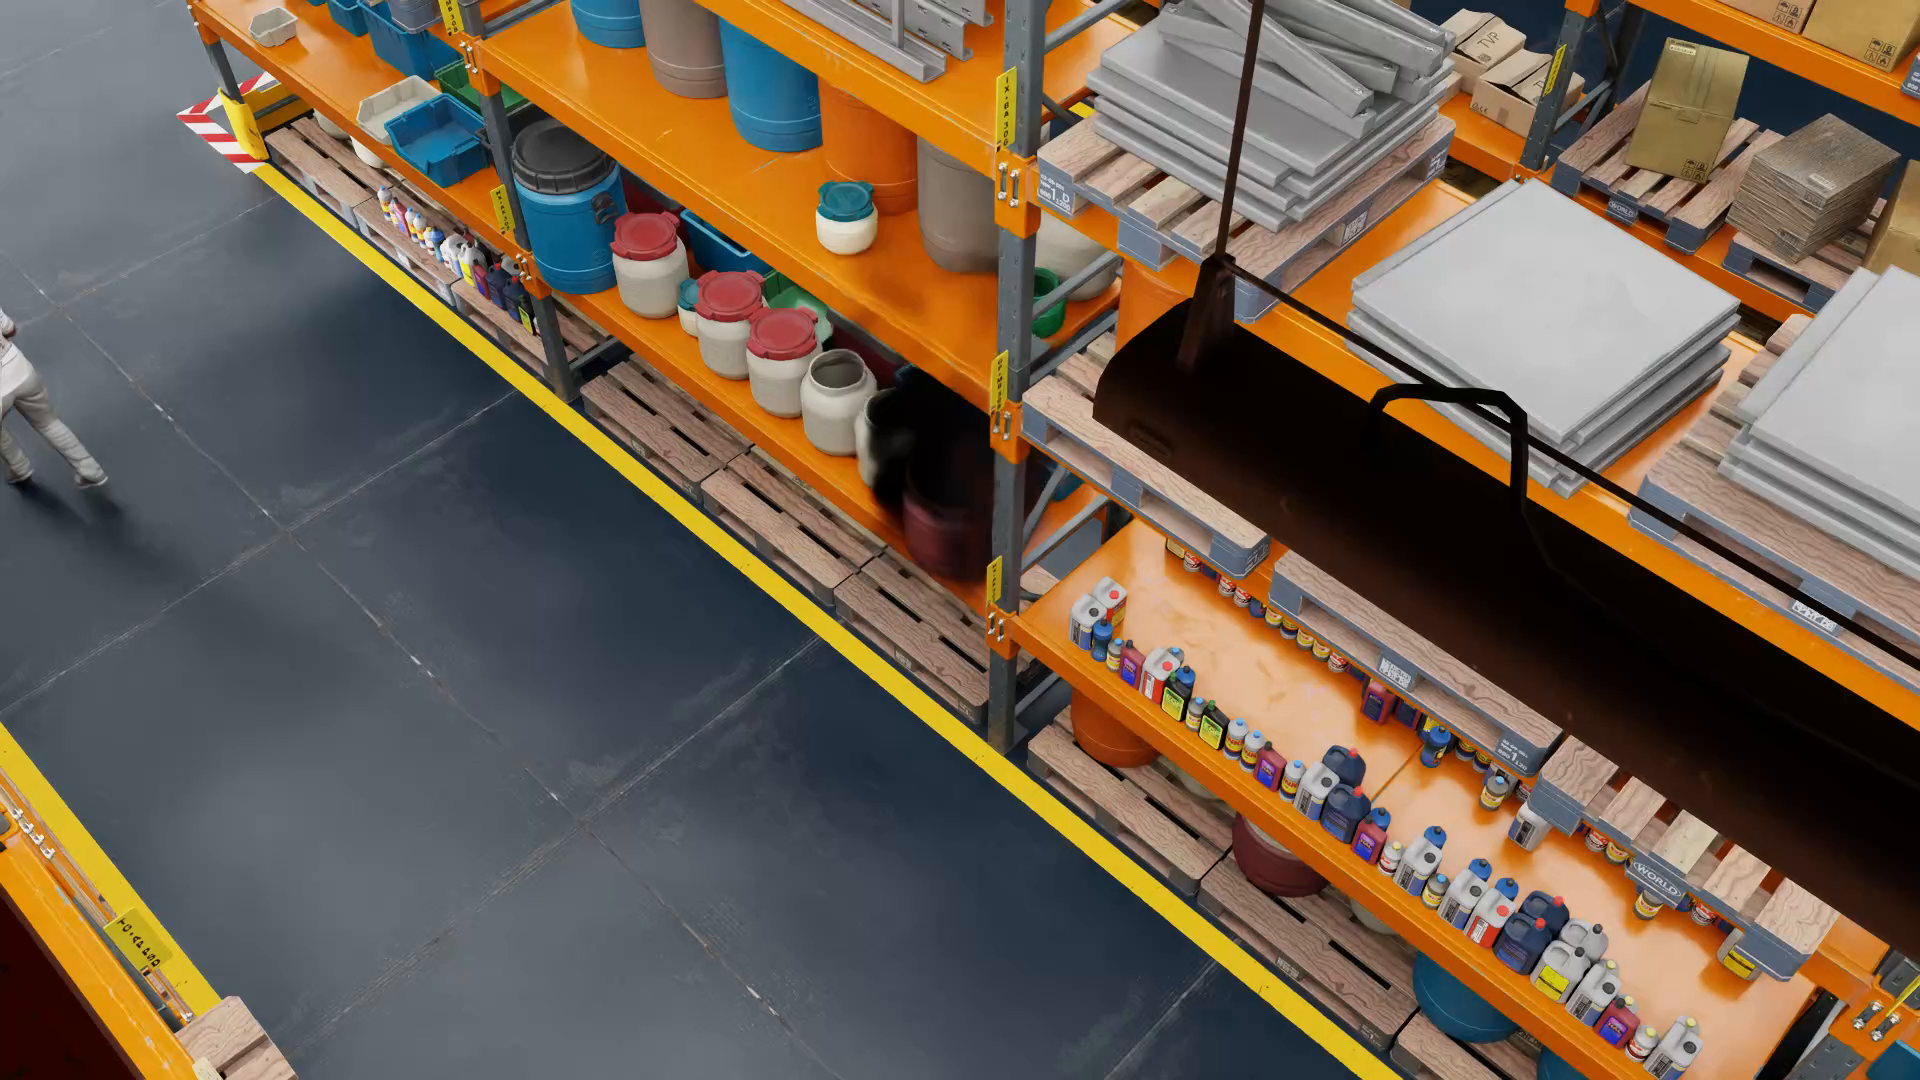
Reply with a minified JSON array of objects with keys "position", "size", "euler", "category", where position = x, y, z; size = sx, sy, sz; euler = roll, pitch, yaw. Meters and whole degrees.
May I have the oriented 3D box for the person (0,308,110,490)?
[{"position":[-5.784,-0.901,10.067],"size":[0.821,1.715,0.550],"euler":[26,55,20],"category":"person"}]
